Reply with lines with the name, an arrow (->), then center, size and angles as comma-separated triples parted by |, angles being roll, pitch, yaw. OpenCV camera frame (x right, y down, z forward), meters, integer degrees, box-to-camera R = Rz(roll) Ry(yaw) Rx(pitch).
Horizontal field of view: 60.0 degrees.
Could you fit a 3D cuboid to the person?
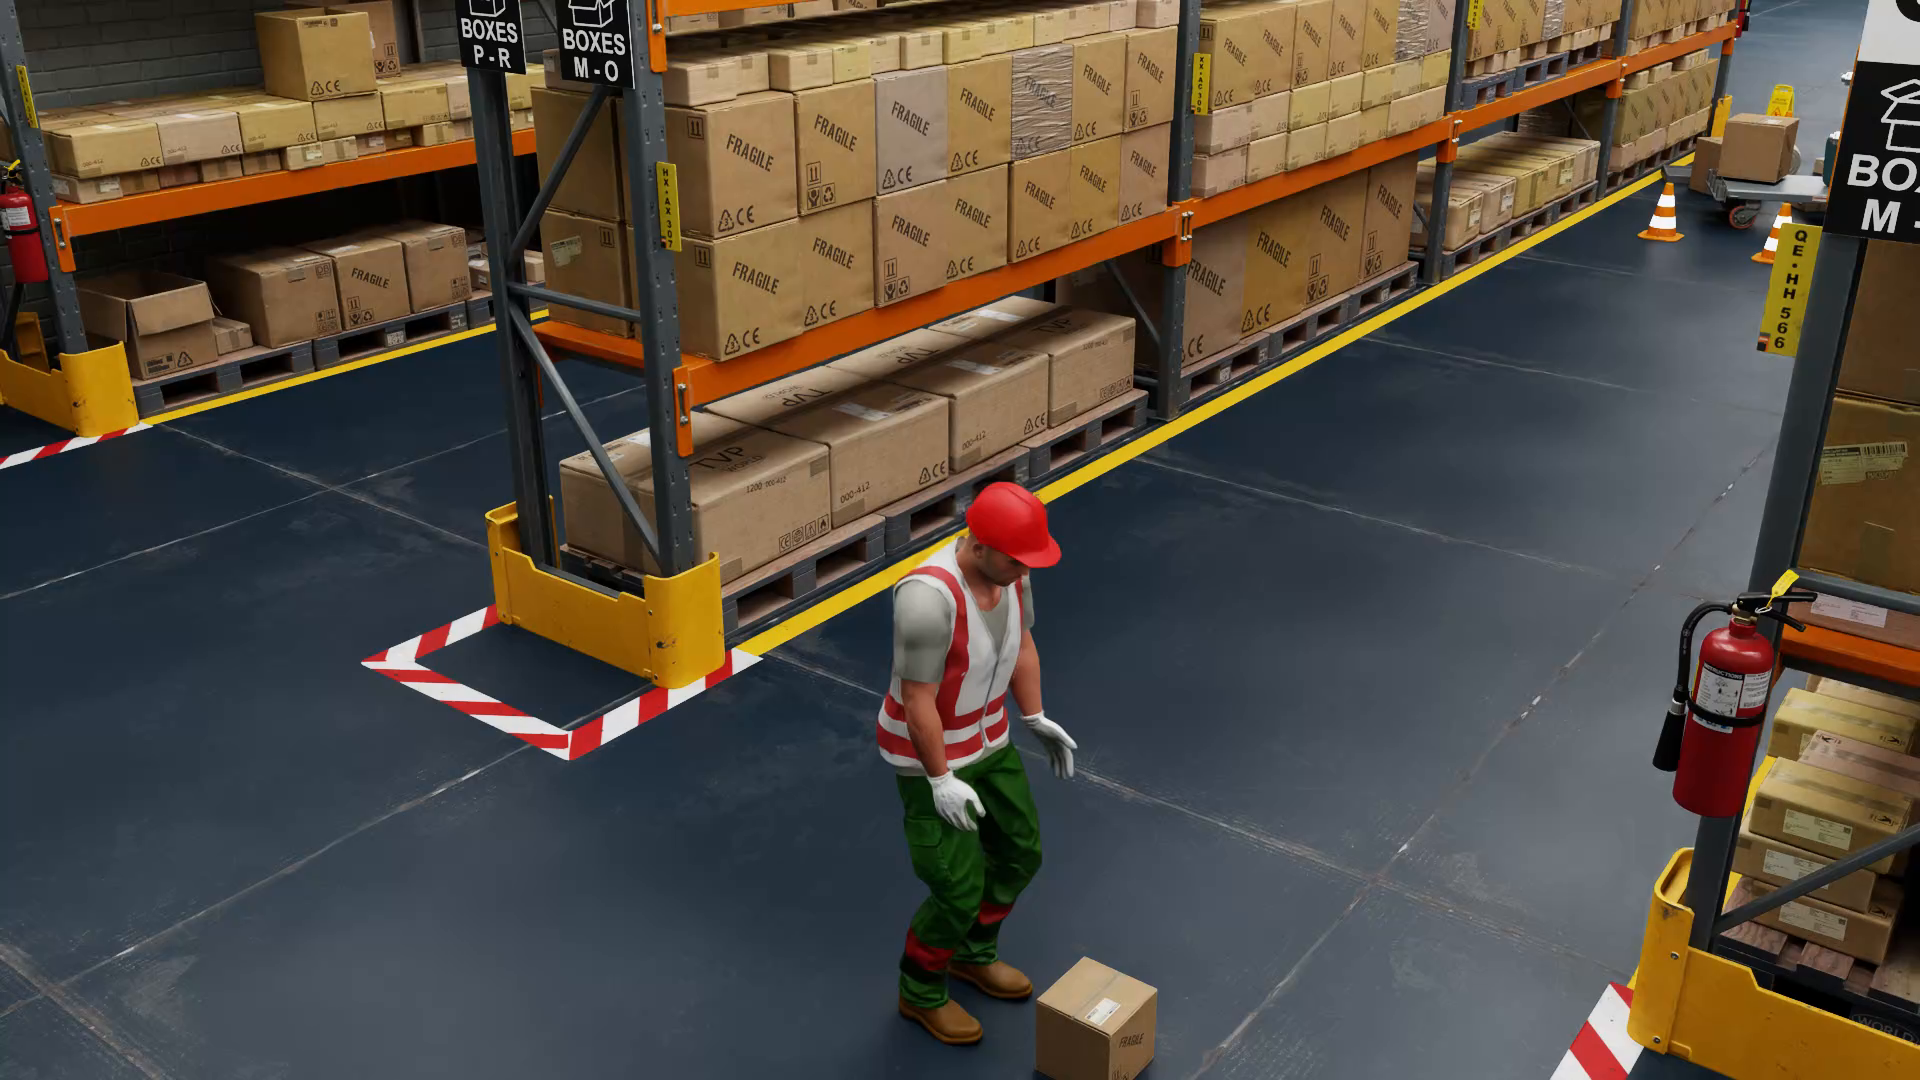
person -> 0.045, 0.614, 4.742 | 0.496, 1.712, 0.551 | 17, 29, 35
